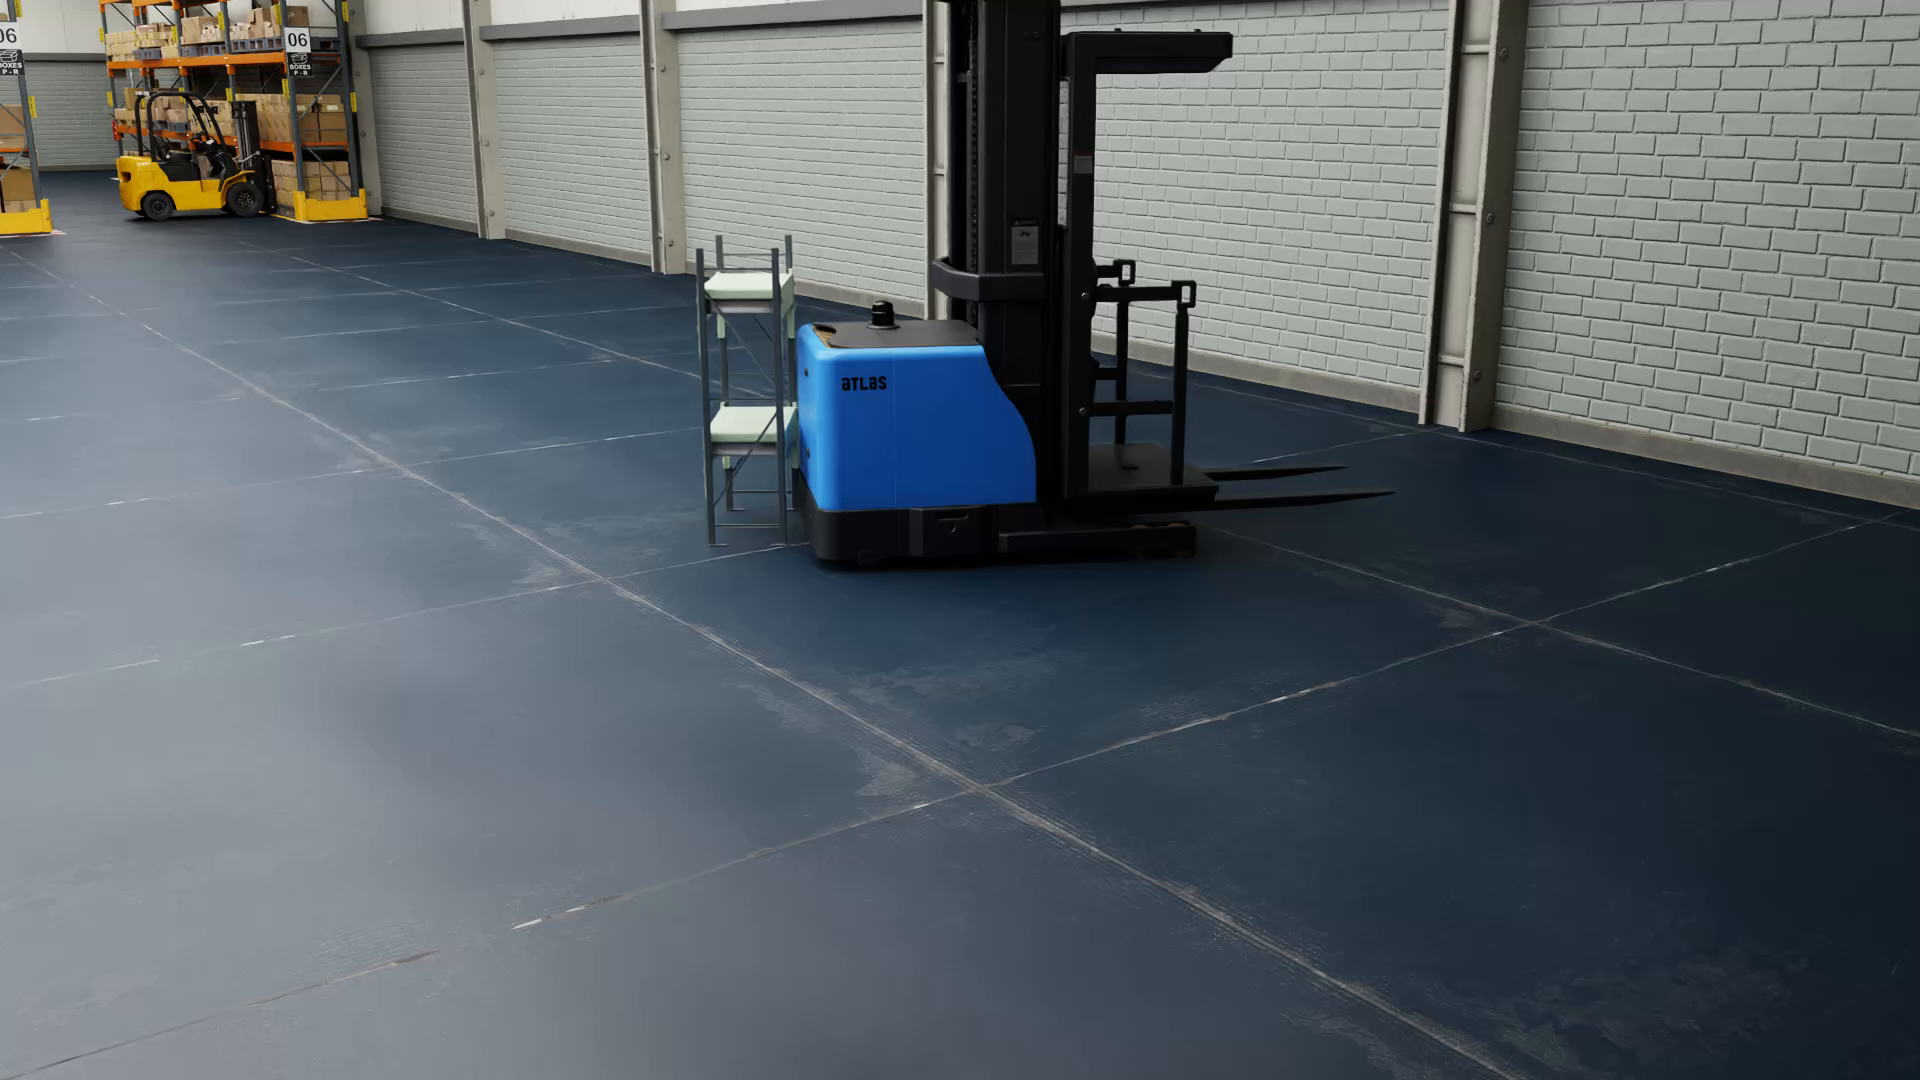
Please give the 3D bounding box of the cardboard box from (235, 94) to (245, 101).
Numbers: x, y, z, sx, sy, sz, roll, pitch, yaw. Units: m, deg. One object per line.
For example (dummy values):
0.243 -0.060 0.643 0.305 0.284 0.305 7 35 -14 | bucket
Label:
-13.417 -8.322 31.317 0.380 0.149 0.250 -10 18 -33 | cardboard box

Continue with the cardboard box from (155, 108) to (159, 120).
-17.561 -9.421 36.774 0.396 0.266 0.258 -10 18 -32 | cardboard box

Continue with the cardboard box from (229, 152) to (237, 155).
-15.770 -8.255 35.765 0.380 0.149 0.250 -10 18 -32 | cardboard box

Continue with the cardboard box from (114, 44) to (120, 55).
-19.774 -11.658 39.526 0.500 0.250 0.500 -12 19 -36 | cardboard box

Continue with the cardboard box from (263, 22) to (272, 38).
-11.894 -8.894 28.976 0.396 0.266 0.258 -11 19 -34 | cardboard box

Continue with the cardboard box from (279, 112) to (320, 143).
-11.514 -7.190 28.973 0.500 0.500 0.500 -11 19 -36 | cardboard box

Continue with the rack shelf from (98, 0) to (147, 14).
-19.244 -12.612 38.977 1.077 0.370 4.000 -11 19 -35 | rack shelf

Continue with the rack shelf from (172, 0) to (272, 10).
-14.540 -10.712 32.788 1.077 0.370 4.000 -11 19 -35 | rack shelf

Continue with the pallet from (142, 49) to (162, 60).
-17.129 -10.624 36.386 1.213 0.211 1.003 -11 19 -35 | pallet

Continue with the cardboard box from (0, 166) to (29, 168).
-15.601 -5.875 27.352 0.500 0.500 0.500 -12 19 -37 | cardboard box

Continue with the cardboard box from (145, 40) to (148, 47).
-17.611 -10.873 36.428 0.380 0.149 0.250 -11 19 -35 | cardboard box

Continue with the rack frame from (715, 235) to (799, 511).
-1.089 -0.887 8.973 0.400 1.500 0.023 0 15 -1 | rack frame

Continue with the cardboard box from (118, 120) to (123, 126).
-20.448 -10.260 40.855 0.380 0.149 0.250 -11 19 -35 | cardboard box

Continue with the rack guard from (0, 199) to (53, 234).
-15.070 -5.116 26.323 1.175 0.500 0.348 -11 19 -35 | rack guard

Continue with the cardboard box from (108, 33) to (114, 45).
-20.078 -12.007 39.857 0.500 0.250 0.500 -11 19 -35 | cardboard box

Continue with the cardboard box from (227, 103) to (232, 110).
-13.911 -8.383 32.105 0.380 0.149 0.250 -11 19 -35 | cardboard box

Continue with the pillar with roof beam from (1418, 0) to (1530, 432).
-0.063 -4.466 7.848 9.100 9.000 0.400 -11 19 -35 | pillar with roof beam

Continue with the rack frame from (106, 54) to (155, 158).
-20.420 -10.494 41.234 1.000 3.000 0.127 -11 19 -35 | rack frame

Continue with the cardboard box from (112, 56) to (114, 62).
-20.420 -11.715 40.491 0.380 0.149 0.250 -10 18 -33 | cardboard box

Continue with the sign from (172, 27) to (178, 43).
-16.156 -10.398 34.222 0.100 0.325 0.005 -11 19 -35 | sign

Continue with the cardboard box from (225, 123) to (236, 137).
-13.872 -7.926 32.137 0.500 0.250 0.500 -10 18 -33 | cardboard box

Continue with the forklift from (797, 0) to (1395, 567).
0.713 -1.456 8.344 3.031 2.935 1.130 -3 16 -11 | forklift

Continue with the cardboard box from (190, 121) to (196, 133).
-15.653 -8.580 34.528 0.500 0.250 0.500 -11 19 -34 | cardboard box

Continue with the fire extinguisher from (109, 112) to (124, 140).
-20.880 -10.236 41.146 0.296 0.674 0.183 -11 19 -35 | fire extinguisher

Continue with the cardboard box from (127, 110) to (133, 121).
-19.456 -10.105 39.534 0.500 0.250 0.500 -11 19 -36 | cardboard box

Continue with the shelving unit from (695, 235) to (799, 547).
-1.085 -0.790 8.620 0.431 1.500 0.755 0 15 -1 | shelving unit

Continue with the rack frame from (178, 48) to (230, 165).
-15.716 -8.785 34.993 1.000 3.000 0.127 -11 19 -35 | rack frame

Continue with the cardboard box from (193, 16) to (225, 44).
-14.889 -10.121 33.017 0.500 0.500 0.500 -10 18 -33 | cardboard box

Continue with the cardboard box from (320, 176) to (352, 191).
-11.121 -6.327 29.477 0.500 0.250 0.500 -10 18 -34 | cardboard box

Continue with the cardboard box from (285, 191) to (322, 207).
-11.544 -6.005 29.246 0.500 0.250 0.500 -11 19 -34 | cardboard box

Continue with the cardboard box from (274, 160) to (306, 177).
-11.840 -6.594 29.504 0.500 0.250 0.500 -10 18 -34 | cardboard box

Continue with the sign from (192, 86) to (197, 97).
-17.621 -10.285 38.278 0.100 0.325 0.005 -11 19 -35 | sign

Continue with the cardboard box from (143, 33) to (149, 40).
-17.745 -11.070 36.585 0.380 0.149 0.250 -11 19 -35 | cardboard box

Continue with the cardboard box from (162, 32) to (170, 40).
-16.770 -10.747 35.442 0.380 0.149 0.250 -11 19 -36 | cardboard box

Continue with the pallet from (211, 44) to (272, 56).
-13.893 -9.472 32.182 0.805 0.209 1.217 -12 19 -37 | pallet

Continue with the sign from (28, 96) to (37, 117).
-14.586 -6.808 26.127 0.100 0.325 0.005 -11 19 -35 | sign

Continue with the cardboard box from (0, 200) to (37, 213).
-15.276 -5.397 27.027 0.500 0.250 0.500 -11 19 -35 | cardboard box

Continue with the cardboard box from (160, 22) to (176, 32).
-17.650 -11.453 37.201 0.396 0.266 0.258 -11 19 -35 | cardboard box

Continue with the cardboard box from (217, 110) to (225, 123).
-14.168 -8.274 32.461 0.500 0.250 0.500 -11 19 -36 | cardboard box

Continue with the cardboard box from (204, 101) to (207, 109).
-14.999 -8.759 33.477 0.380 0.149 0.250 -10 18 -33 | cardboard box

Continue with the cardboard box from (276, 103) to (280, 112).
-11.857 -7.638 29.383 0.380 0.149 0.250 -11 19 -35 | cardboard box

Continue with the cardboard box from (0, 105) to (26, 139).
-15.079 -6.642 26.408 0.500 0.500 0.500 -11 19 -35 | cardboard box

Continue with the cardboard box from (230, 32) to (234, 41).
-13.346 -9.365 30.918 0.380 0.149 0.250 -10 18 -33 | cardboard box
